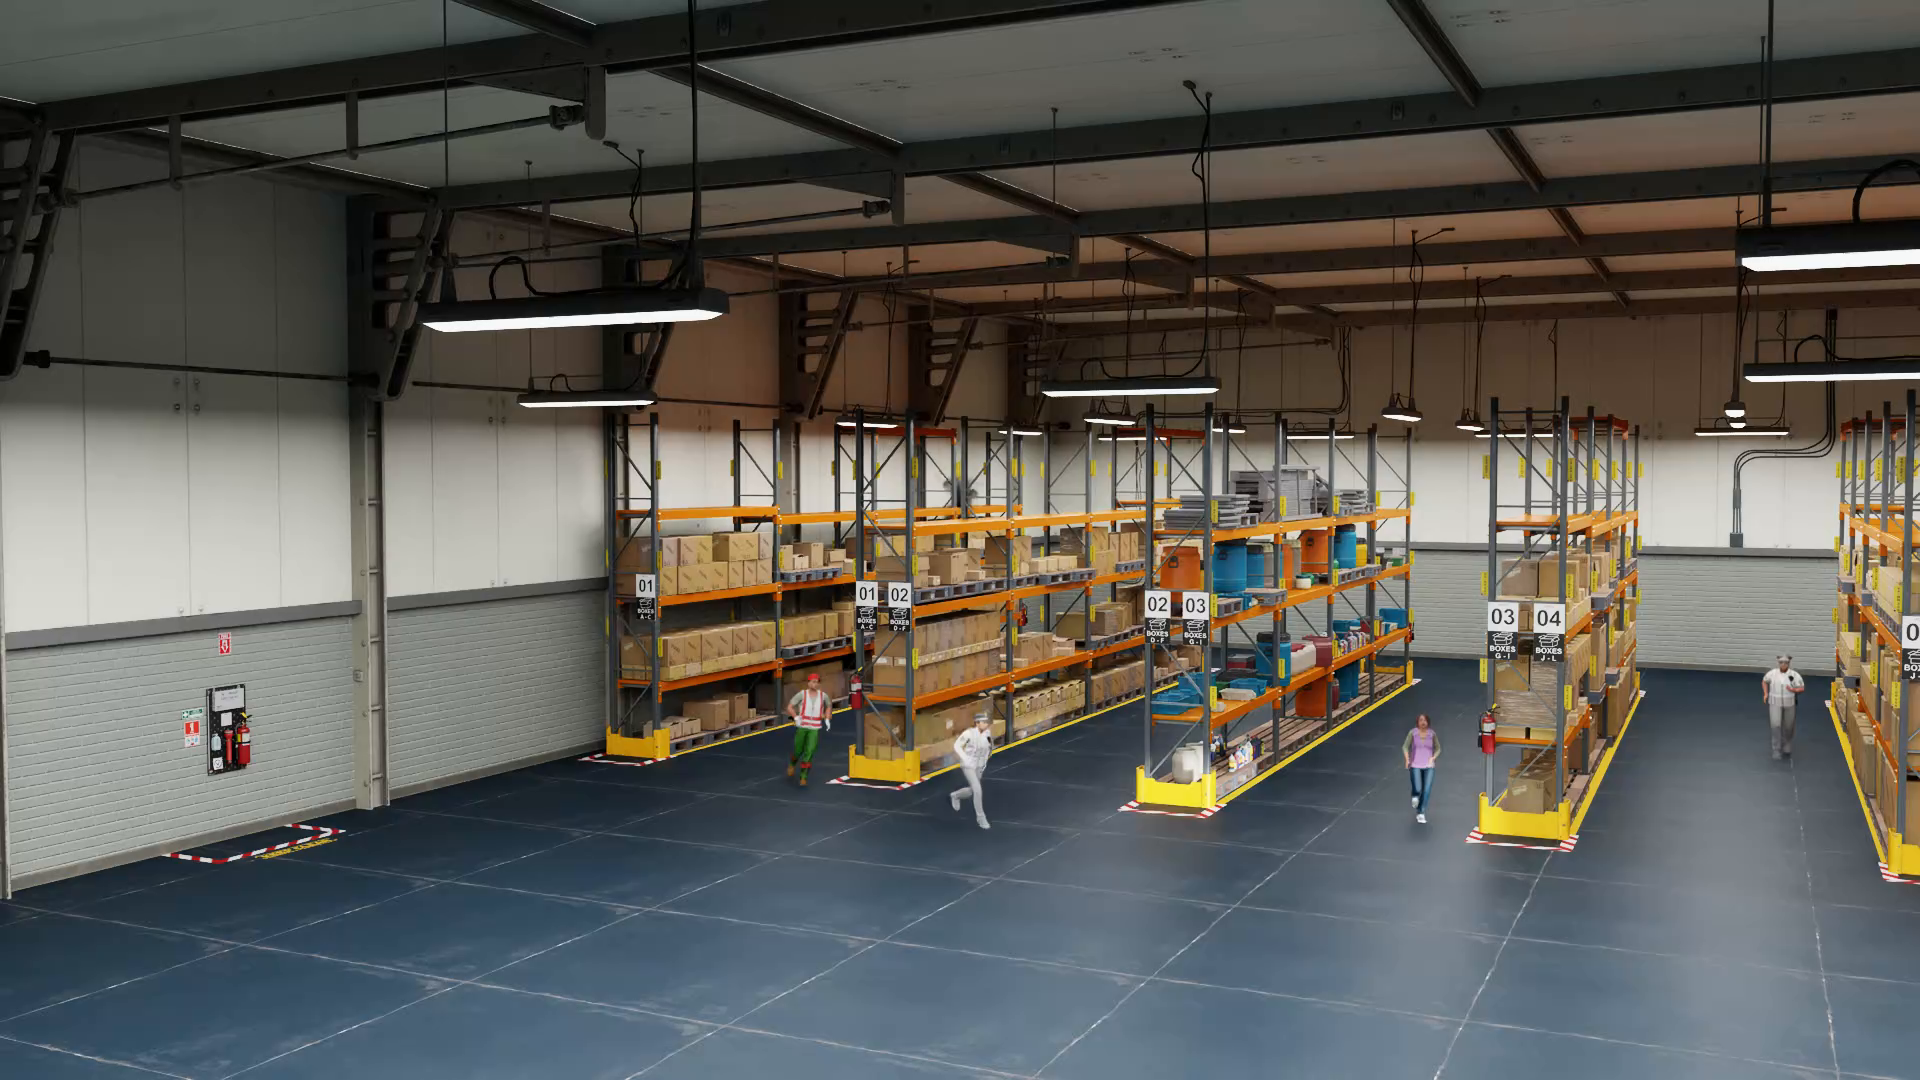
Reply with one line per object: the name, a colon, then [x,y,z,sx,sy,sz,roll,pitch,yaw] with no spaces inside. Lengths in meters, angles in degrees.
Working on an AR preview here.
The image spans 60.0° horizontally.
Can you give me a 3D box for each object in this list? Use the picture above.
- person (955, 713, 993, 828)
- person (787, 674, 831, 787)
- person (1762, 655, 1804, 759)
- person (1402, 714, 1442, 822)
person: [0.167,3.230,23.463,0.611,1.666,0.798,-2,3,-36]
person: [-2.379,3.014,26.532,0.718,1.735,0.865,-1,2,-15]
person: [14.323,2.875,28.948,0.663,1.766,0.990,1,3,26]
person: [6.572,3.246,23.654,0.538,1.522,0.523,0,2,10]
